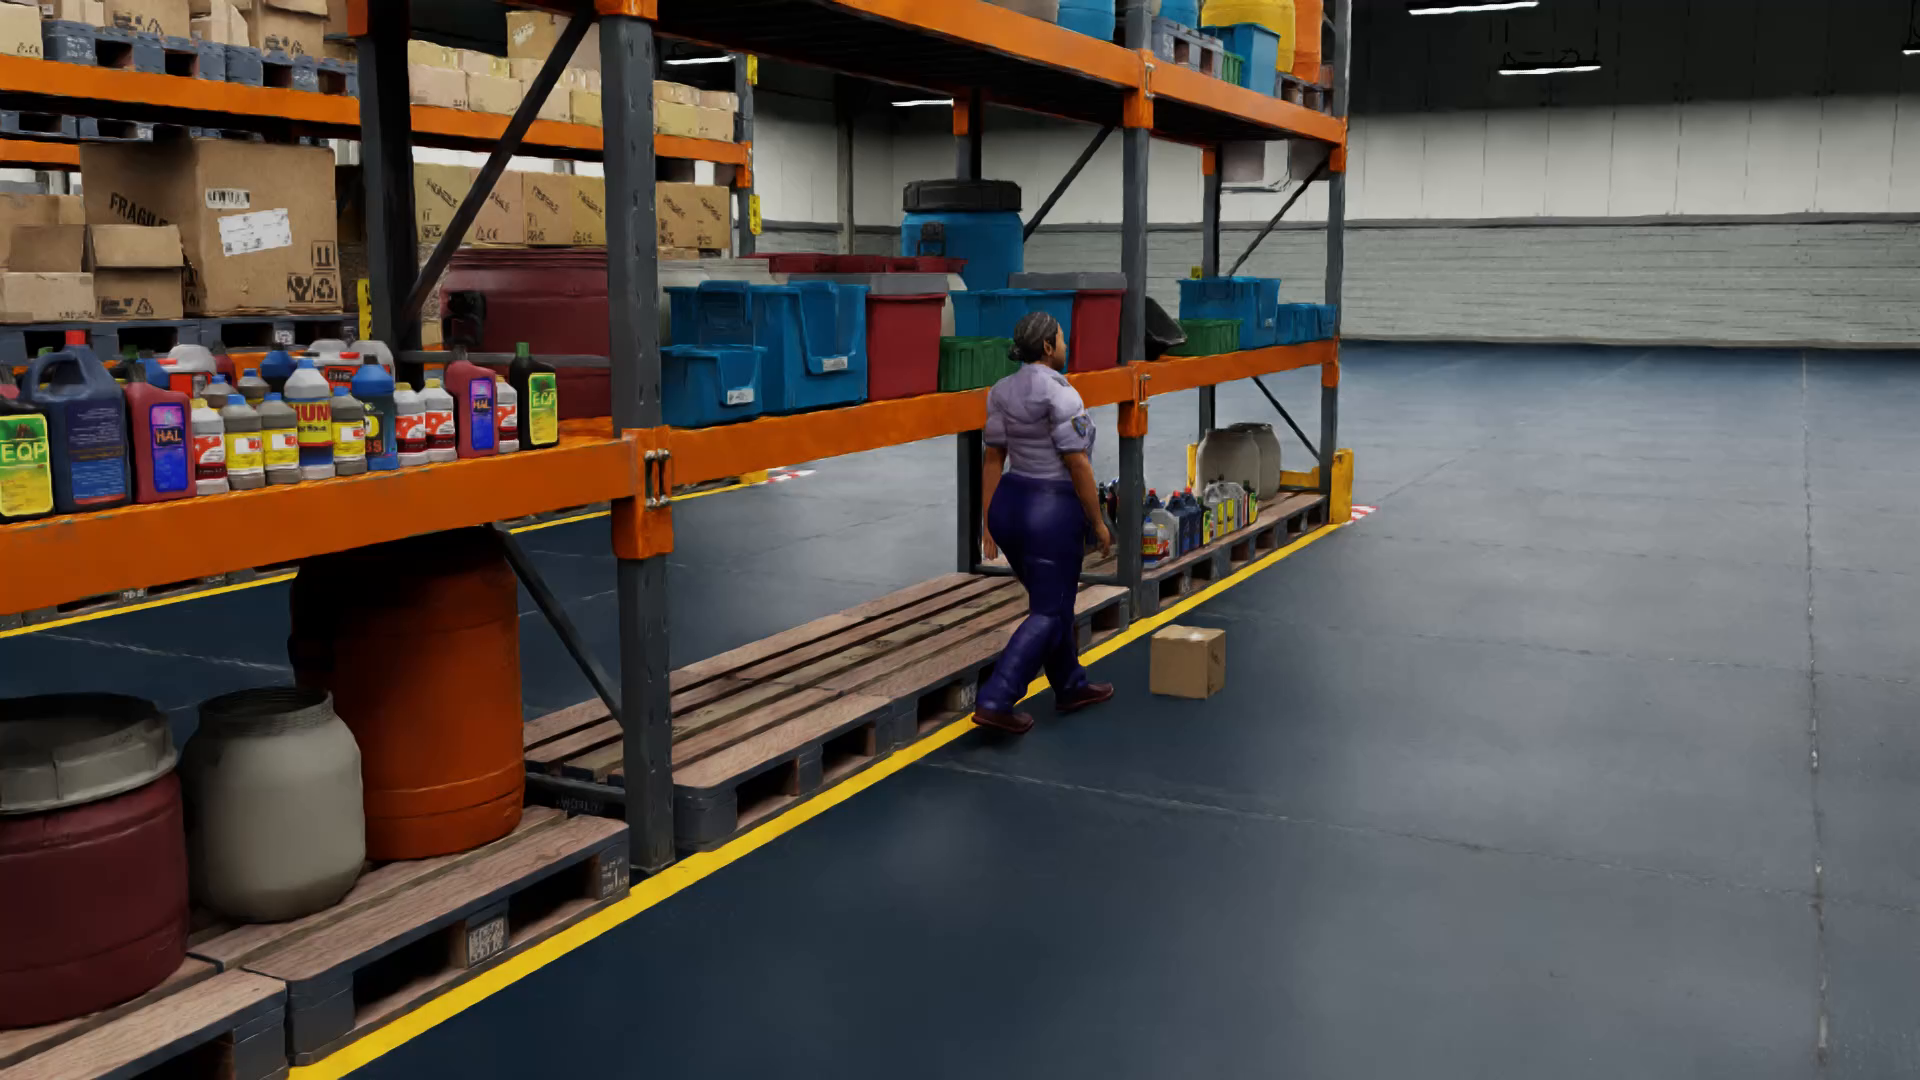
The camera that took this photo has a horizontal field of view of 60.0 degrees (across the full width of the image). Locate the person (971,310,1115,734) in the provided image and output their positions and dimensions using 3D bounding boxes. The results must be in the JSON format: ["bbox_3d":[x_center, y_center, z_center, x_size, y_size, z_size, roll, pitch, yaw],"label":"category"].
[{"bbox_3d":[0.348,-0.078,6.429,0.885,1.608,0.497,-7,12,-37],"label":"person"}]
